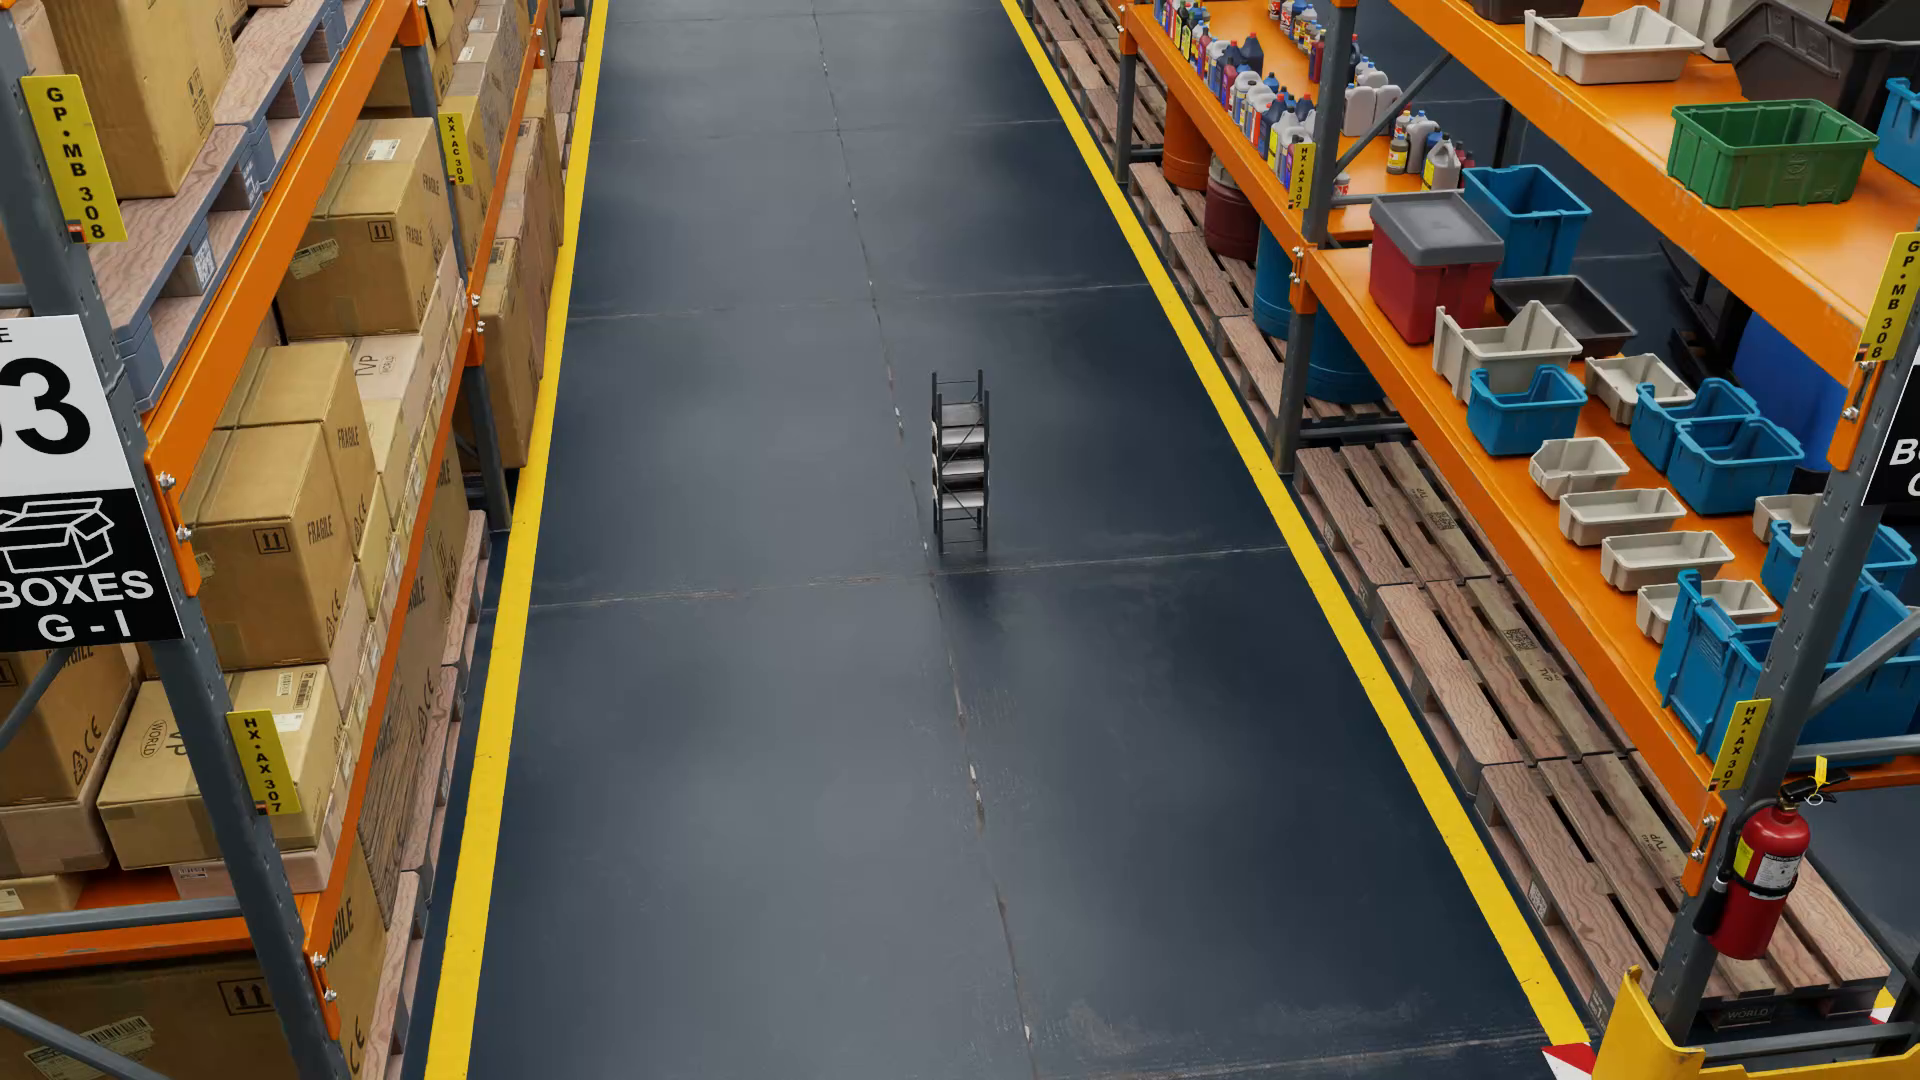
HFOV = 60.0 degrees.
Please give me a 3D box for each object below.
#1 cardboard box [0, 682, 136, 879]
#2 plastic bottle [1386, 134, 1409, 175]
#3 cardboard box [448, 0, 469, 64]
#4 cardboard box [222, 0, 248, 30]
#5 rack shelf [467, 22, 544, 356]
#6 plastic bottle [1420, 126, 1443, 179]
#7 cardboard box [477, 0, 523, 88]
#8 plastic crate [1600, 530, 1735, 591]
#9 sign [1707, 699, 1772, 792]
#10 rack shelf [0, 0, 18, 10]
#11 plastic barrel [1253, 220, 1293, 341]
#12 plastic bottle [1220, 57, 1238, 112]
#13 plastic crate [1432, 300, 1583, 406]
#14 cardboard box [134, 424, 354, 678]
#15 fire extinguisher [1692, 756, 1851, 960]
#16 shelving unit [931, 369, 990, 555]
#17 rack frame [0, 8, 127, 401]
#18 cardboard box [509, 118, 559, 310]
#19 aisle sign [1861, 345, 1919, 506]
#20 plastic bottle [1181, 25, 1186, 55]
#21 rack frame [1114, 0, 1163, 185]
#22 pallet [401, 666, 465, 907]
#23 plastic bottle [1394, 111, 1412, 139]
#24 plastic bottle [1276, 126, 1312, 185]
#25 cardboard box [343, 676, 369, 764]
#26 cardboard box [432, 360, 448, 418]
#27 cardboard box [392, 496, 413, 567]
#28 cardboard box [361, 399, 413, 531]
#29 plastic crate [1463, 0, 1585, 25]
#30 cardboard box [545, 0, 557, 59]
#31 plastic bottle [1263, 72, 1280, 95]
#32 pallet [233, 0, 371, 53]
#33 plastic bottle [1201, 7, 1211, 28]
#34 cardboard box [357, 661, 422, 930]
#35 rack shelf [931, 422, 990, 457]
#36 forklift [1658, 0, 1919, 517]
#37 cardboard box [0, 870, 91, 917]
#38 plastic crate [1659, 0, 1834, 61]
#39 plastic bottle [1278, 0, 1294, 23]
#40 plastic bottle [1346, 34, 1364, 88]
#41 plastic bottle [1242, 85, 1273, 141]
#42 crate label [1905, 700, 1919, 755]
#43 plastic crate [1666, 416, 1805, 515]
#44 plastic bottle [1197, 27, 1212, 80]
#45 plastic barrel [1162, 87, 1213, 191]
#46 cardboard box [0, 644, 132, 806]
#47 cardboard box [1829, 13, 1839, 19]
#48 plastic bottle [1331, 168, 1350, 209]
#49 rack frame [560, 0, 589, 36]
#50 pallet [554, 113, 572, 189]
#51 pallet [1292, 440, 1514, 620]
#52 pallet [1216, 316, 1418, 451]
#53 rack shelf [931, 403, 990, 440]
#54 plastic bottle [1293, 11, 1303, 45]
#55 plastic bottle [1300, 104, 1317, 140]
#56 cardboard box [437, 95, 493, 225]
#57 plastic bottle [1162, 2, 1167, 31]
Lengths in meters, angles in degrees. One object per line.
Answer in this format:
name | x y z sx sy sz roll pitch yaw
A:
cardboard box | -2.537 0.651 4.500 0.500 0.250 0.500 -5 35 -7
plastic bottle | 2.306 -2.034 8.748 0.097 0.201 0.097 0 34 0
cardboard box | -3.021 -2.811 8.732 0.797 0.503 0.637 -3 34 -5
cardboard box | -2.585 -1.731 4.912 0.700 0.500 0.500 -3 34 -4
rack shelf | -3.016 -2.089 9.290 1.077 0.370 4.000 -4 35 -6
plastic bottle | 2.470 -2.020 8.666 0.097 0.271 0.097 0 34 0
cardboard box | -2.912 -3.008 9.912 0.500 0.500 0.500 -5 35 -7
plastic crate | 2.385 0.067 5.669 0.396 0.136 0.243 -4 35 -6
sign | 2.156 0.570 4.604 0.100 0.325 0.005 -4 35 -6
rack shelf | -2.478 -2.170 4.438 1.077 0.370 4.000 -4 35 -6
plastic barrel | 2.010 -1.651 9.500 0.600 0.901 0.708 -4 35 -6
plastic bottle | 1.545 -2.608 9.516 0.061 0.283 0.133 -4 35 -6
plastic crate | 2.184 -0.755 6.746 0.437 0.282 0.530 -4 35 -6
cardboard box | -2.073 0.024 4.754 0.500 0.500 0.500 -5 35 -8
fire extinguisher | 2.269 0.892 4.678 0.296 0.674 0.183 -4 35 -6
shelving unit | 0.001 -0.367 7.990 0.258 0.900 0.210 -4 35 -6
rack frame | -2.209 -1.517 2.485 1.000 3.000 0.127 -4 35 -6
cardboard box | -3.100 -1.913 9.907 1.225 0.875 0.875 -4 35 -6
aisle sign | 2.418 -0.425 3.901 0.394 0.787 0.004 -4 35 -6
plastic bottle | 1.430 -3.130 10.355 0.097 0.201 0.097 0 34 0
rack frame | 1.623 -3.877 11.276 1.000 3.000 0.127 -4 35 -6
pallet | -2.555 0.995 6.603 1.003 0.211 1.213 -4 35 -6
plastic bottle | 2.413 -2.230 9.035 0.097 0.201 0.097 0 34 0
plastic bottle | 1.739 -1.993 8.621 0.152 0.276 0.135 -4 35 -6
cardboard box | -2.000 0.557 4.992 0.380 0.149 0.250 -5 35 -8
cardboard box | -2.277 -0.590 6.676 0.380 0.149 0.250 -4 34 -5
cardboard box | -2.138 -0.015 5.832 0.380 0.149 0.250 -5 35 -8
cardboard box | -2.222 -0.248 5.819 0.500 0.250 0.500 -5 35 -7
plastic crate | 2.056 -2.117 6.145 0.497 0.269 0.590 -4 35 -6
cardboard box | -3.716 -4.271 13.683 0.700 0.500 0.500 -5 35 -7
plastic bottle | 1.743 -2.497 9.365 0.097 0.271 0.097 0 34 0
pallet | -2.647 -2.015 5.959 1.003 0.211 1.213 -4 35 -6
plastic bottle | 1.544 -3.291 10.592 0.097 0.201 0.097 0 34 0
cardboard box | -2.497 0.808 5.915 0.875 0.875 0.875 -4 35 -6
rack shelf | 0.001 -0.489 7.907 0.258 0.077 0.200 -4 35 -6
forklift | 4.745 -2.122 8.761 1.130 2.935 3.031 2 34 3
cardboard box | -2.583 0.892 4.500 0.380 0.149 0.250 -4 34 -5
plastic crate | 2.707 -1.864 5.763 0.437 0.282 0.530 -4 35 -6
plastic bottle | 2.131 -3.507 10.836 0.061 0.283 0.133 -4 35 -6
plastic bottle | 2.277 -2.756 9.674 0.144 0.351 0.185 -4 35 -6
plastic bottle | 1.653 -2.350 9.144 0.152 0.276 0.135 -4 35 -6
crate label | 2.992 0.469 4.994 0.416 0.233 0.303 -4 35 -6
plastic crate | 2.815 -0.266 6.072 0.416 0.233 0.300 -4 35 -6
plastic bottle | 1.471 -2.915 9.967 0.061 0.283 0.133 -4 35 -6
plastic barrel | 1.706 -2.882 11.370 0.600 0.830 0.708 -4 35 -6
cardboard box | -2.535 0.339 4.291 0.500 0.500 0.500 -4 34 -6
cardboard box | 6.674 -4.126 13.212 0.500 0.311 0.500 -5 35 -8
plastic bottle | 1.909 -1.778 8.372 0.097 0.201 0.097 0 34 0
rack frame | -3.823 -5.734 14.001 1.000 3.000 0.127 -4 35 -6
pallet | -3.388 -2.786 12.150 1.003 0.211 1.213 -4 35 -6
pallet | 2.298 -0.085 8.188 1.003 0.211 1.213 -4 35 -6
pallet | 2.099 -0.926 9.422 1.003 0.211 1.213 -4 35 -6
rack shelf | 0.001 -0.563 7.857 0.258 0.077 0.200 -4 35 -6
plastic bottle | 2.168 -3.244 10.523 0.097 0.201 0.097 0 34 0
plastic bottle | 1.856 -2.124 8.746 0.144 0.351 0.185 -4 35 -6
cardboard box | -2.630 -1.867 8.238 0.500 0.500 0.500 -4 35 -6
plastic bottle | 1.363 -3.408 10.764 0.097 0.201 0.097 0 34 0
